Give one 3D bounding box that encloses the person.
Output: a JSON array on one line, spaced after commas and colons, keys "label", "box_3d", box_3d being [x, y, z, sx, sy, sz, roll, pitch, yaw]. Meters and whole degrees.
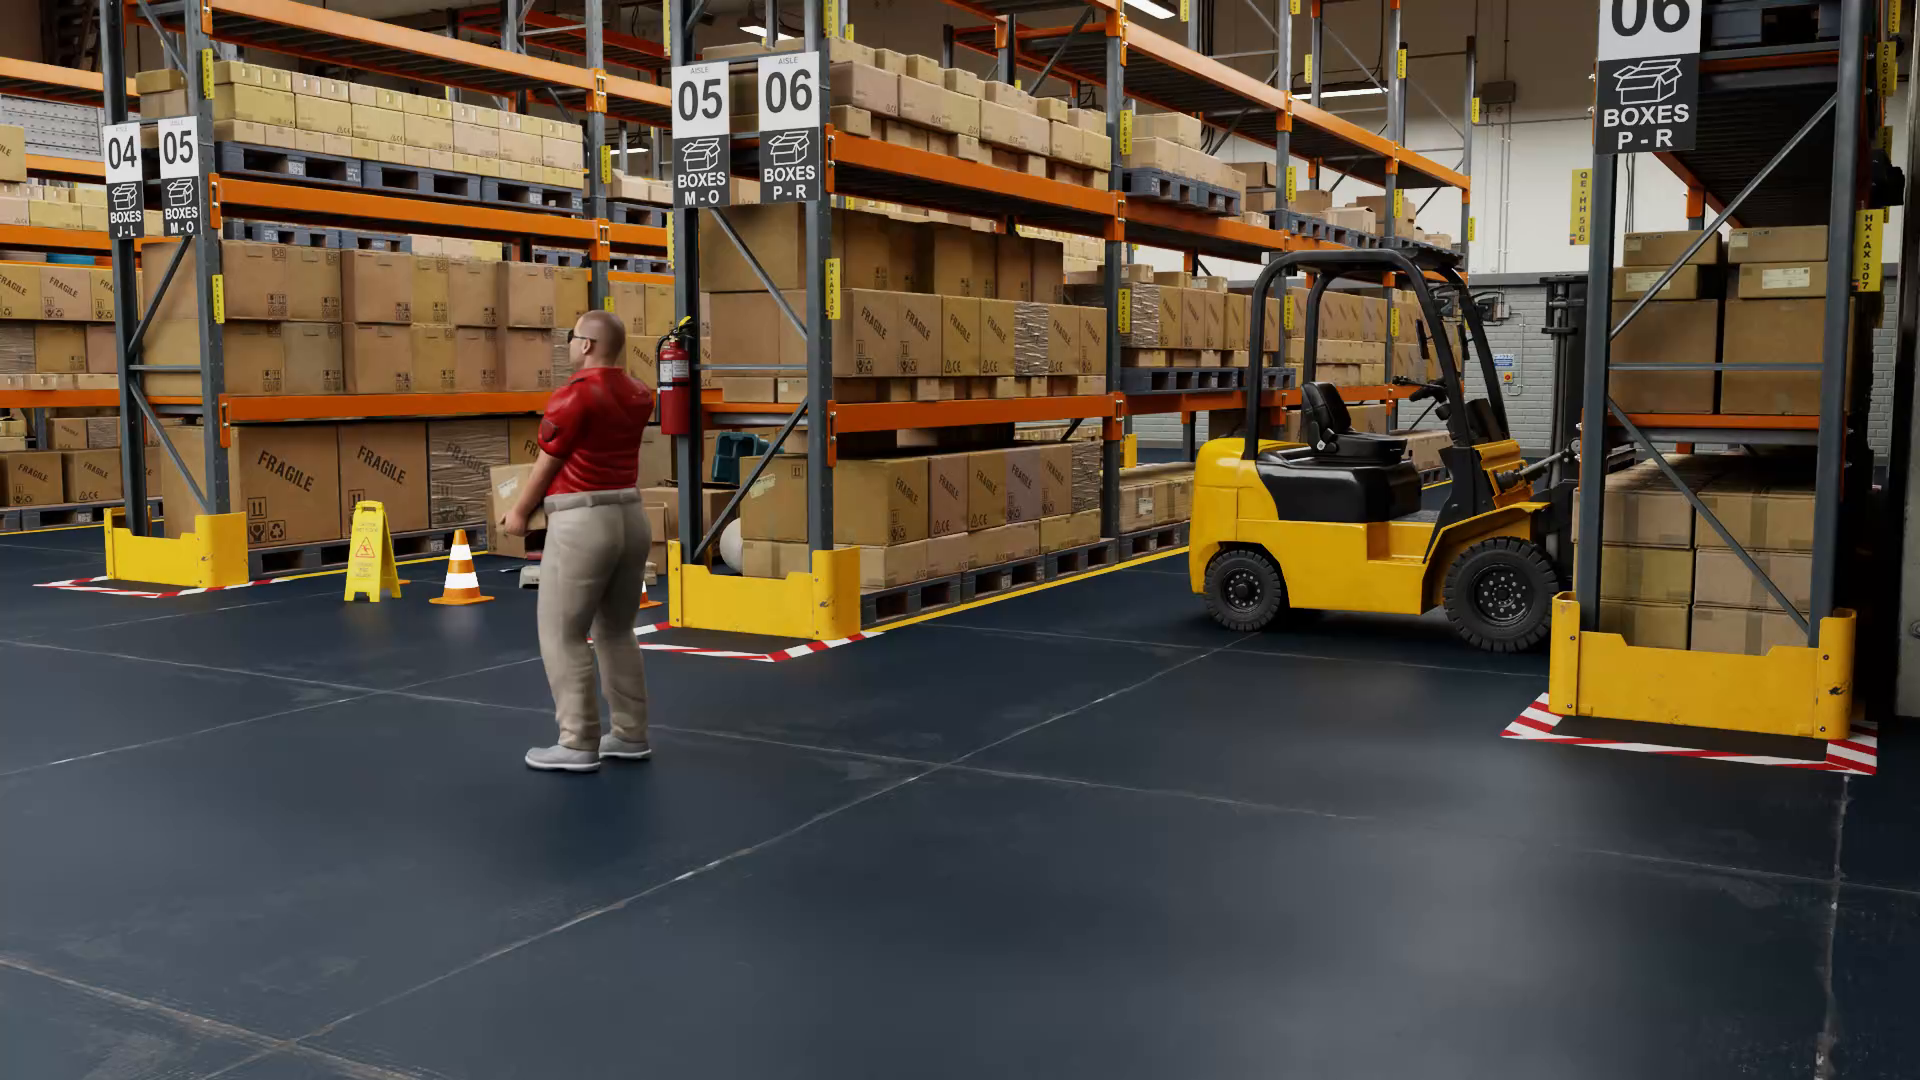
[{"label": "person", "box_3d": [-1.457, -0.001, 6.270, 0.529, 1.713, 0.494, 3, 7, 29]}]
